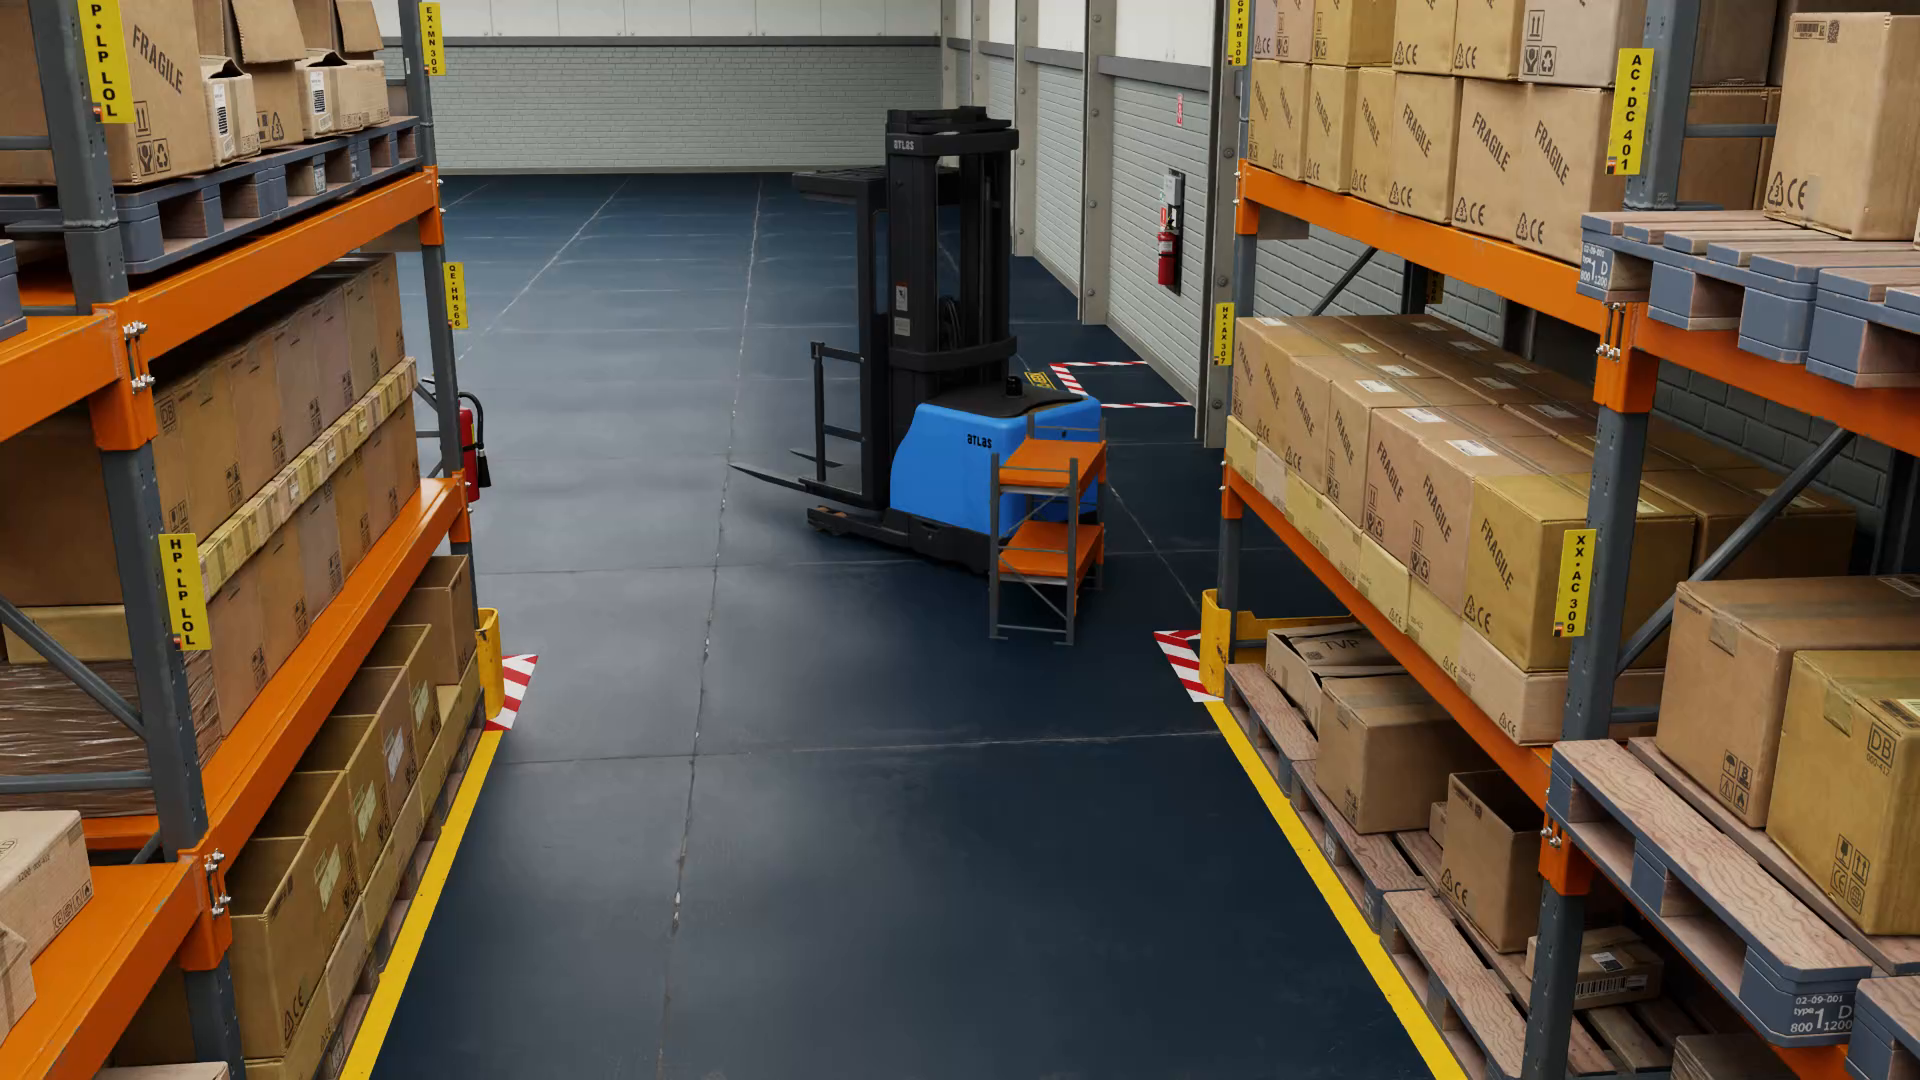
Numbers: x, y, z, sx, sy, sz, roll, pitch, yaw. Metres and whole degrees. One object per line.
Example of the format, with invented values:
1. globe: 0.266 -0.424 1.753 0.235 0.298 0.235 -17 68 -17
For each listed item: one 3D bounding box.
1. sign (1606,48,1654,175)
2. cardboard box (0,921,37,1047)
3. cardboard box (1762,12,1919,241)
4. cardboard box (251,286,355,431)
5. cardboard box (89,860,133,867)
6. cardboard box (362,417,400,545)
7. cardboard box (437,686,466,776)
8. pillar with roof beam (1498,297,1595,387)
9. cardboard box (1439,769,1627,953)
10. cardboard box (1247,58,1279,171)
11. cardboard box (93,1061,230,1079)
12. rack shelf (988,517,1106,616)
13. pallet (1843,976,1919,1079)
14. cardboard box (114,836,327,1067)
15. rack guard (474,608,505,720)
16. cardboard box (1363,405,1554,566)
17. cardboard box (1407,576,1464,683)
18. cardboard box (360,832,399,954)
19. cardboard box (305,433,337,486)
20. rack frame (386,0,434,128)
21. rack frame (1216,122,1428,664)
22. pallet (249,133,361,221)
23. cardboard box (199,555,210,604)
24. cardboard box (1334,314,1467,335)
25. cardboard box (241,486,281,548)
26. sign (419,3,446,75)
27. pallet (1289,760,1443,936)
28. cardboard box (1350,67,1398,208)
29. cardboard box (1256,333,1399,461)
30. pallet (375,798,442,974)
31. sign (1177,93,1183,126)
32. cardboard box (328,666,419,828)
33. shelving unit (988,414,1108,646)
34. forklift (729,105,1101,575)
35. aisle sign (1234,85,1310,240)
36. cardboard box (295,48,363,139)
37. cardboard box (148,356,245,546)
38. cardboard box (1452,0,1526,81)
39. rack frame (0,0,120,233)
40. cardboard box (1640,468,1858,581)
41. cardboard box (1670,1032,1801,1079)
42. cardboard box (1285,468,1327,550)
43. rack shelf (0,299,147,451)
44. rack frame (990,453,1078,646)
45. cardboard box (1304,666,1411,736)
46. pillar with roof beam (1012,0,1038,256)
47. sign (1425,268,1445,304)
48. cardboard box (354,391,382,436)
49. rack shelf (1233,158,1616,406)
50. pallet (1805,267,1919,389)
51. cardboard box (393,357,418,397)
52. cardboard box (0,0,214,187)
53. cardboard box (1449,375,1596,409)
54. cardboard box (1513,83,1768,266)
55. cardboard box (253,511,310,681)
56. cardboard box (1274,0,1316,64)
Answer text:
1. sign: 1.785 -1.138 4.425 0.100 0.325 0.005 -2 18 -6
2. cardboard box: -2.329 0.995 3.725 0.396 0.266 0.258 -2 18 -7
3. cardboard box: 2.301 -0.994 3.958 0.500 0.500 0.500 1 17 2
4. cardboard box: -2.862 -0.722 6.636 0.700 0.500 0.500 -2 18 -5
5. cardboard box: -2.908 1.147 5.652 0.500 0.500 0.500 -2 18 -6
6. cardboard box: -2.921 -0.269 7.360 0.700 0.500 0.500 -1 17 -4
7. cardboard box: -2.603 0.893 7.713 0.500 0.250 0.500 -2 18 -6
8. pillar with roof beam: -1.438 -3.219 6.907 9.100 9.000 0.400 -2 18 -6
9. cardboard box: 2.177 1.195 6.302 0.500 0.500 0.500 -3 18 -10
10. cardboard box: 1.697 -2.052 7.999 0.500 0.500 0.500 -1 17 -4
11. cardboard box: -2.276 1.630 4.430 0.500 0.311 0.500 -2 18 -6
12. rack shelf: 0.544 0.145 10.153 0.538 0.278 1.000 4 18 13
13. pallet: 2.492 1.215 3.119 1.003 0.211 1.213 -2 18 -6
14. cardboard box: -2.339 1.280 5.229 0.500 0.500 0.500 -2 18 -6
15. rack guard: -3.018 0.668 8.714 1.175 0.500 0.348 -2 18 -6
16. cardboard box: 1.869 -0.206 6.289 0.500 0.500 0.500 -2 18 -7
17. cardboard box: 1.931 0.302 5.925 0.500 0.250 0.500 -2 18 -5
18. cardboard box: -2.442 1.340 6.290 0.500 0.250 0.500 -2 18 -6
19. cardboard box: -2.624 -0.304 6.389 0.380 0.149 0.250 -2 18 -6
20. rack frame: -3.015 -3.380 7.418 1.000 3.000 0.127 -2 18 -6
21. rack frame: 1.912 -0.671 8.808 1.000 3.000 0.127 -2 18 -6
22. pallet: -2.839 -1.330 6.047 1.003 0.211 1.213 -2 18 -6
23. cardboard box: -2.464 0.156 4.921 0.380 0.149 0.250 -2 17 -5
24. cardboard box: 2.172 -0.833 8.289 0.500 0.500 0.500 -2 18 -6
25. cardboard box: -2.544 -0.073 5.652 0.380 0.149 0.250 -2 18 -7
26. sign: -2.474 -2.346 7.787 0.100 0.325 0.005 -2 18 -6
27. pallet: 2.091 1.287 7.224 1.003 0.211 1.213 -2 18 -6
28. cardboard box: 1.851 -1.578 6.487 0.500 0.500 0.500 -1 17 -2
29. cardboard box: 1.703 -0.668 7.763 0.500 0.500 0.500 -2 18 -5
30. pallet: -2.772 1.402 6.858 1.003 0.211 1.213 -2 18 -6
31. sign: 2.107 -4.126 15.942 0.001 0.298 0.199 -2 18 -6
32. cardboard box: -2.496 0.833 6.652 0.500 0.500 0.500 -2 18 -6
33. shelving unit: 0.544 -0.088 10.080 0.538 1.125 1.048 4 18 13
34. forklift: -0.451 -1.527 11.648 3.031 2.935 1.130 16 23 41
35. aisle sign: 1.606 -1.924 8.457 0.394 0.787 0.004 -2 18 -6
36. cardboard box: -2.577 -1.672 6.203 0.500 0.311 0.500 0 17 1
37. cardboard box: -2.708 -0.275 5.212 0.700 0.500 0.500 -2 18 -6
38. cardboard box: 1.935 -1.750 5.366 0.500 0.500 0.500 -1 17 -3
39. rack frame: -2.603 -2.188 3.622 1.000 3.000 0.127 -2 18 -6
40. cardboard box: 2.483 0.078 5.386 0.500 0.500 0.500 -2 18 -7
41. cardboard box: 2.417 1.722 4.624 0.700 0.500 0.500 -1 17 -4
42. cardboard box: 1.760 -0.148 7.358 0.500 0.250 0.500 -2 18 -7
43. rack shelf: -2.396 0.182 2.282 1.077 0.370 4.000 -2 18 -6
44. rack frame: 0.422 0.060 9.609 0.500 1.125 0.032 4 18 13
45. cardboard box: 1.952 0.780 7.938 0.500 0.311 0.500 0 17 -1
46. pillar with roof beam: -3.294 -8.582 23.989 9.100 9.000 0.400 -2 18 -6
47. sign: 2.466 -1.386 8.623 0.100 0.325 0.005 -2 18 -6
48. cardboard box: -2.708 -0.537 7.131 0.380 0.149 0.250 -2 17 -5
49. rack shelf: 2.118 -1.163 6.569 1.077 0.370 4.000 -2 18 -6
50. pallet: 2.392 -0.325 3.011 1.213 0.211 1.003 -2 18 -6
51. cardboard box: -2.786 -0.767 7.861 0.380 0.149 0.250 -2 18 -7
52. cardboard box: -2.392 -1.230 4.477 0.500 0.500 0.500 0 17 -1
53. cardboard box: 2.323 -0.379 6.842 0.500 0.500 0.500 -2 17 -5
54. cardboard box: 2.026 -1.112 5.002 0.500 0.500 0.500 -1 17 -4
55. cardboard box: -2.763 0.188 5.903 0.700 0.500 0.500 -2 17 -5
56. cardboard box: 1.711 -2.364 7.321 0.500 0.500 0.500 -2 18 -6
